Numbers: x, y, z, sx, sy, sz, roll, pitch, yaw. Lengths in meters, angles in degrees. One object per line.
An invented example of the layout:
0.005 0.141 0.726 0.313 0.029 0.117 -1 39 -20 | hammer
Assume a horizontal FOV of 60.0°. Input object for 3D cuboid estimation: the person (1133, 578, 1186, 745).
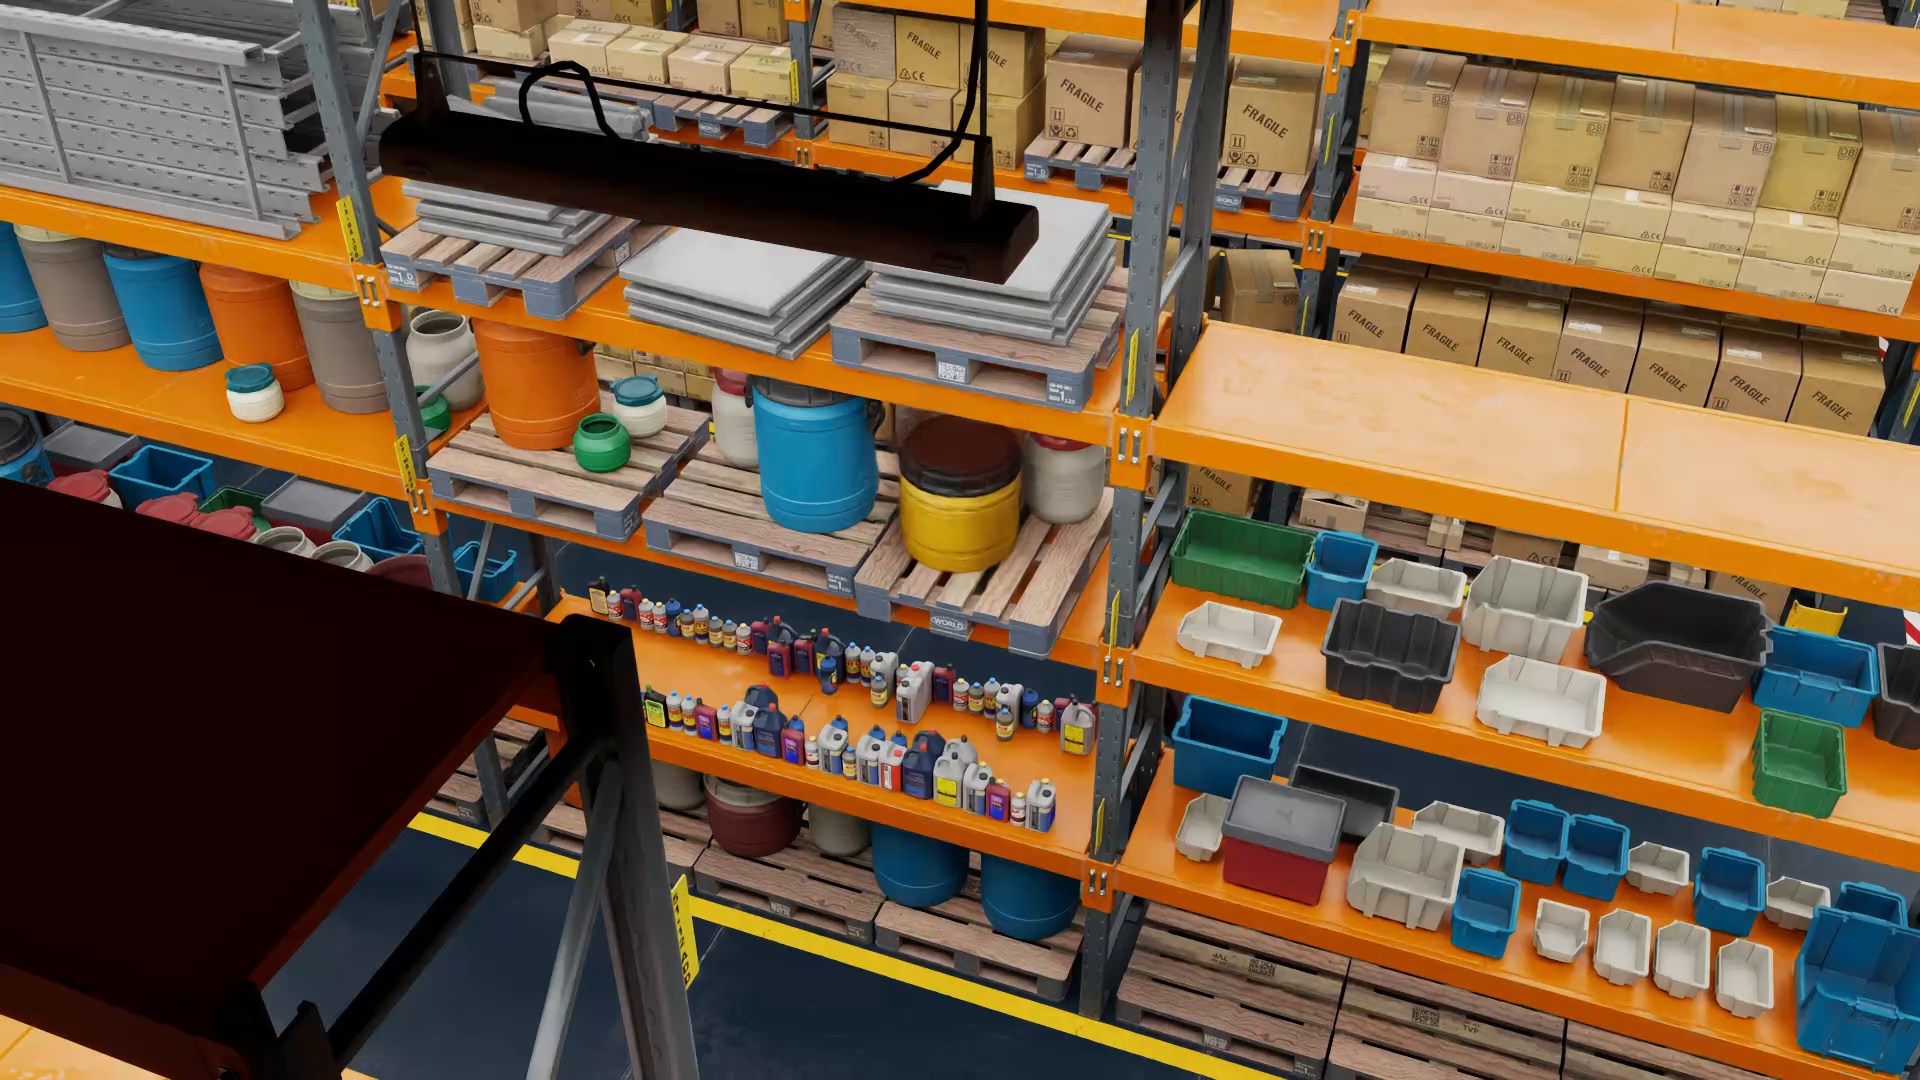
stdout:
1.218 0.895 10.702 1.132 1.727 0.595 20 41 25 | person
